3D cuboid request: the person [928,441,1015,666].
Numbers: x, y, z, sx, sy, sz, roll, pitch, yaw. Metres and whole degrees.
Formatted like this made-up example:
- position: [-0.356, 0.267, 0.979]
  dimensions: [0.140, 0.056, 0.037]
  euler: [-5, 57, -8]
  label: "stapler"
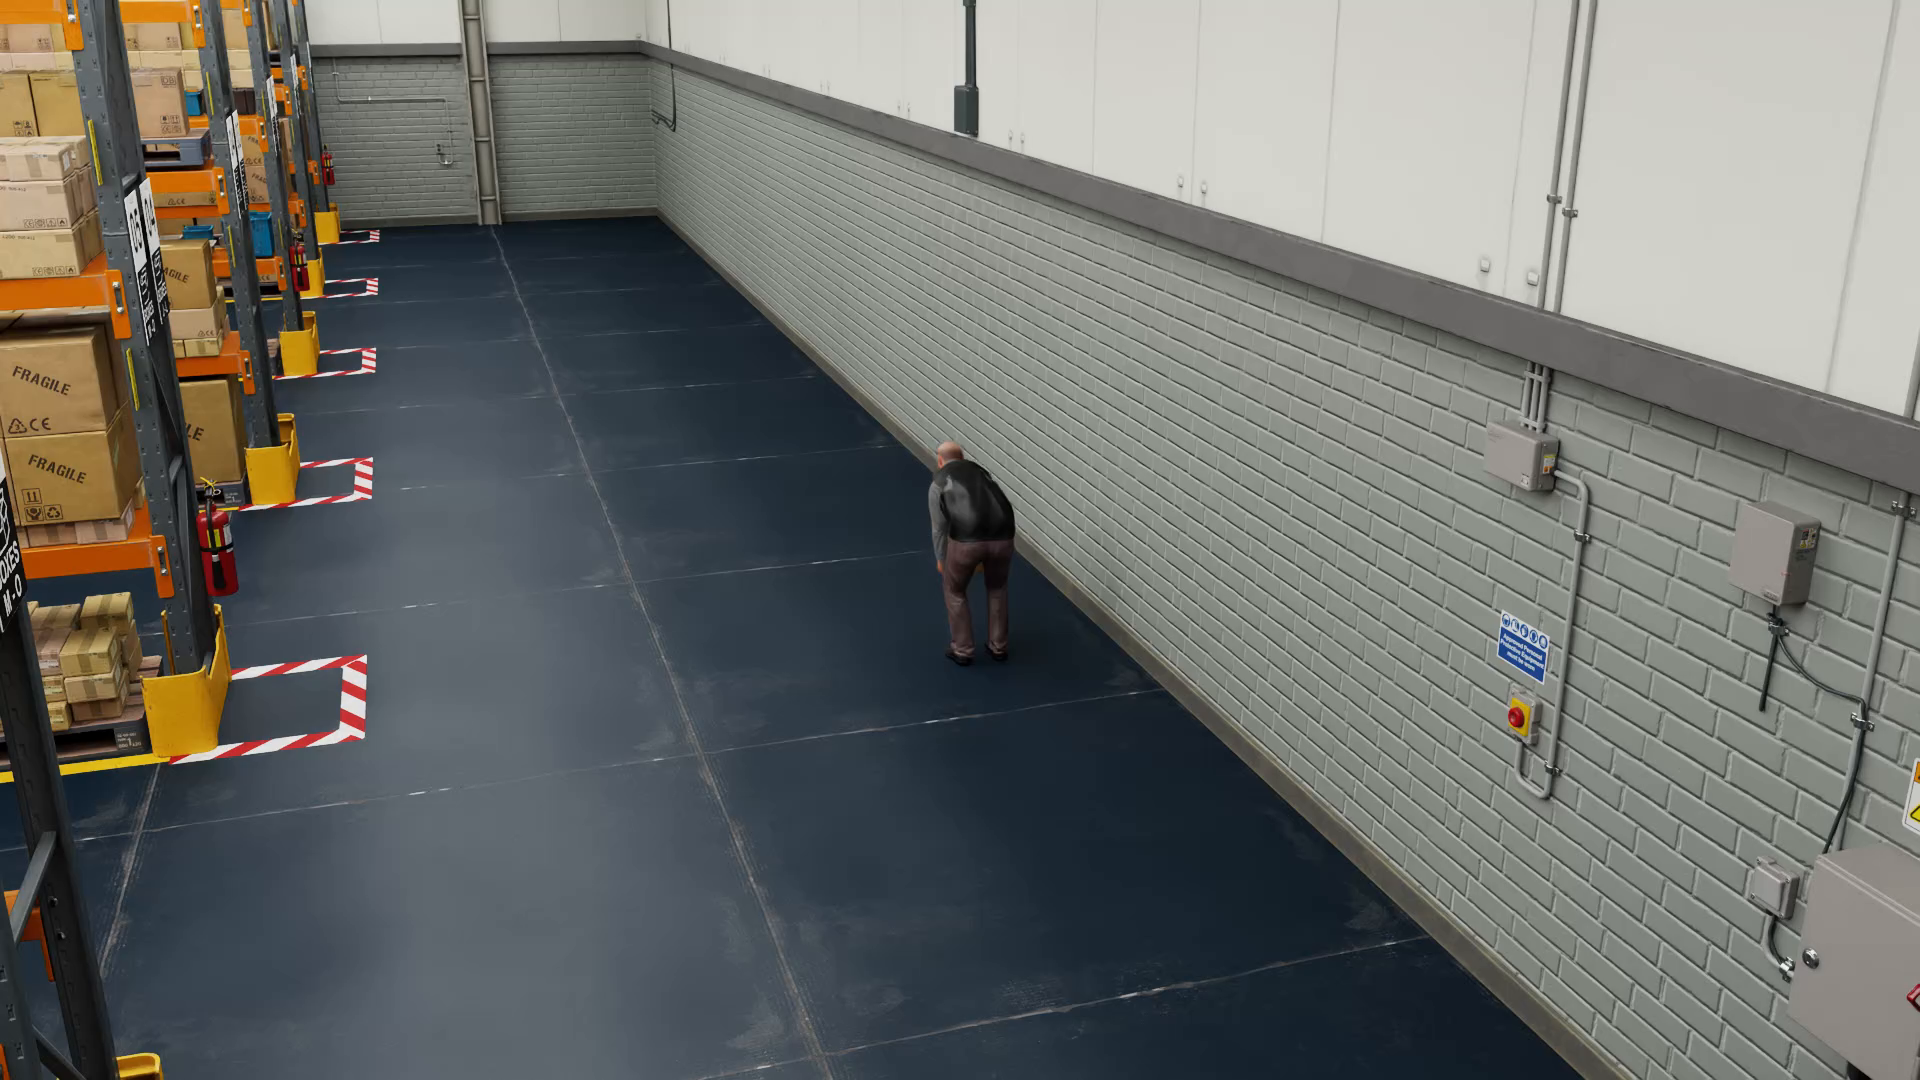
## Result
- position: [0.047, 0.083, 11.063]
  dimensions: [0.462, 1.348, 0.888]
  euler: [-7, 20, -19]
  label: "person"
